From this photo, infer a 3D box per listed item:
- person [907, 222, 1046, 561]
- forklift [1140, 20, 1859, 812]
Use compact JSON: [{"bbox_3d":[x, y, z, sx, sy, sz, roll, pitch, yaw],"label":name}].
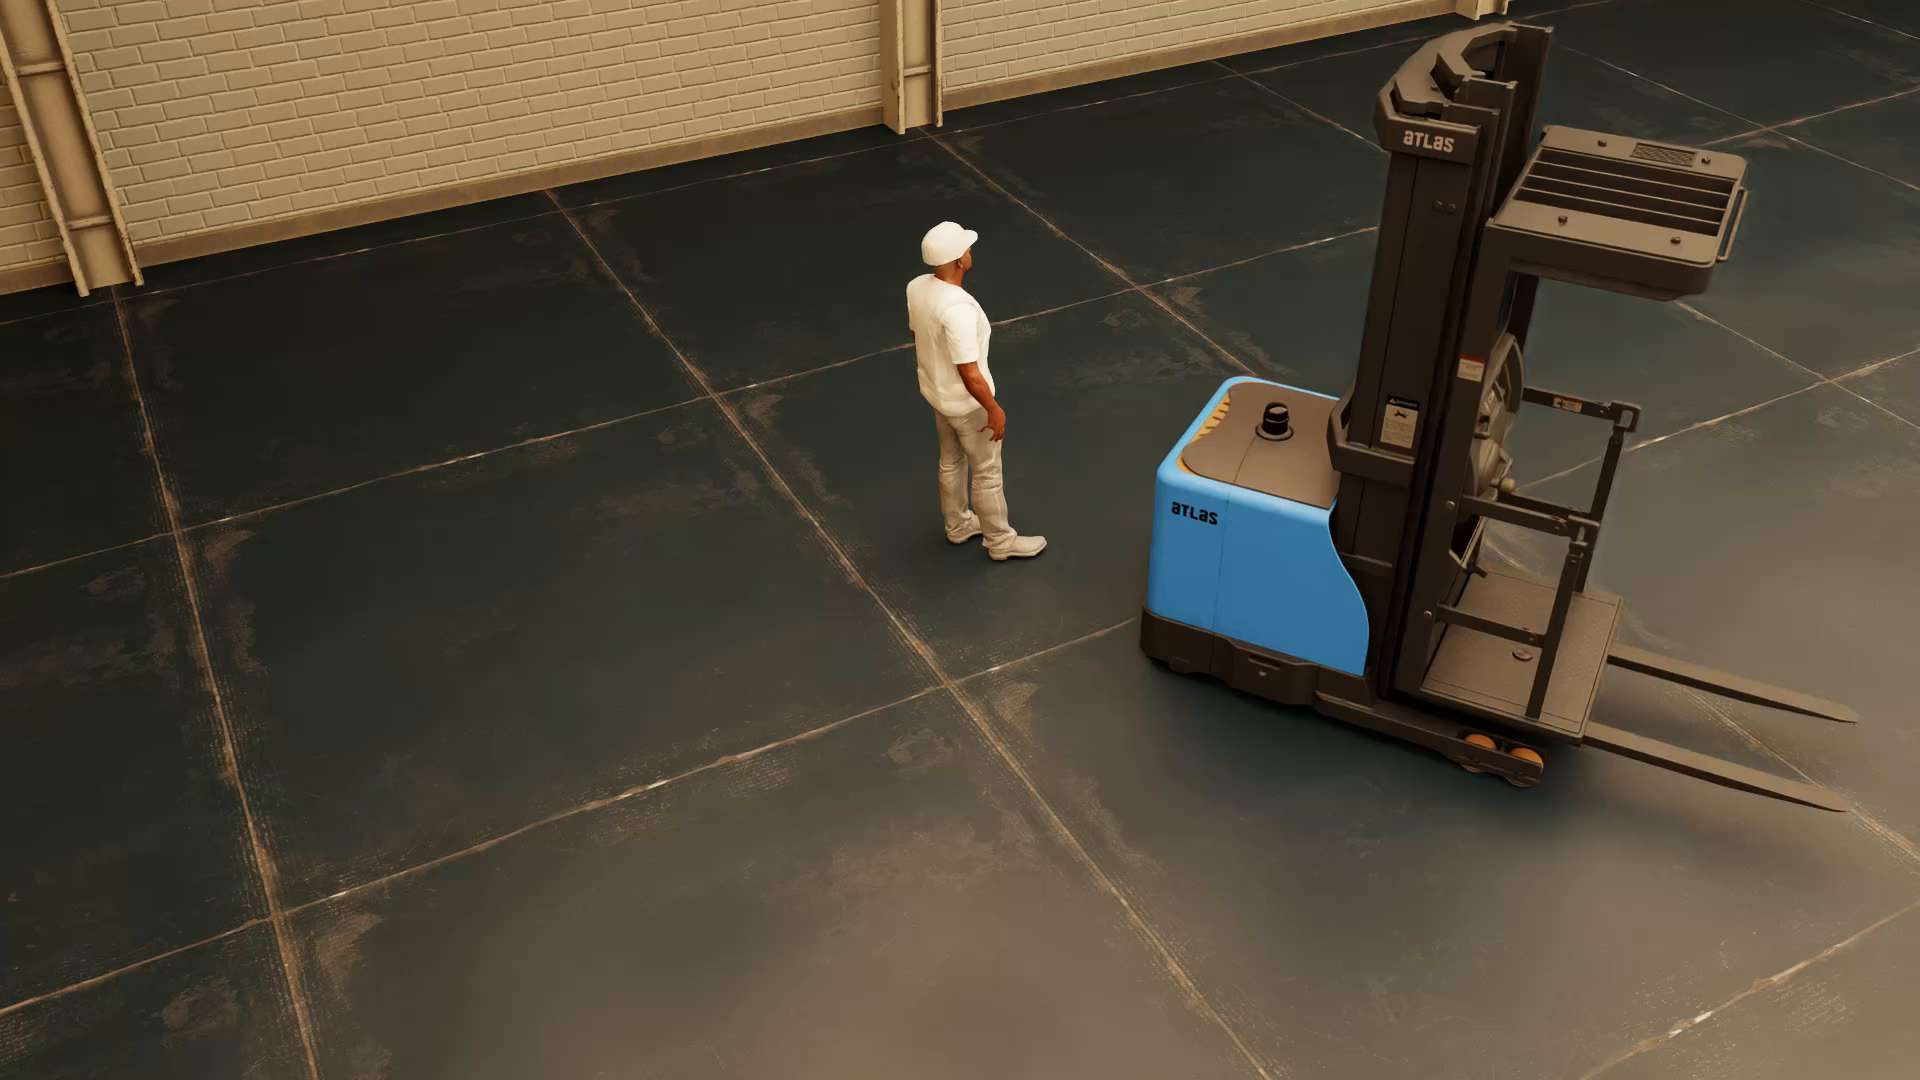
[{"bbox_3d":[0.064,-0.743,8.171,0.577,1.765,0.666,-17,39,-23],"label":"person"},{"bbox_3d":[2.397,-0.487,6.811,3.031,2.935,1.130,17,38,22],"label":"forklift"}]
